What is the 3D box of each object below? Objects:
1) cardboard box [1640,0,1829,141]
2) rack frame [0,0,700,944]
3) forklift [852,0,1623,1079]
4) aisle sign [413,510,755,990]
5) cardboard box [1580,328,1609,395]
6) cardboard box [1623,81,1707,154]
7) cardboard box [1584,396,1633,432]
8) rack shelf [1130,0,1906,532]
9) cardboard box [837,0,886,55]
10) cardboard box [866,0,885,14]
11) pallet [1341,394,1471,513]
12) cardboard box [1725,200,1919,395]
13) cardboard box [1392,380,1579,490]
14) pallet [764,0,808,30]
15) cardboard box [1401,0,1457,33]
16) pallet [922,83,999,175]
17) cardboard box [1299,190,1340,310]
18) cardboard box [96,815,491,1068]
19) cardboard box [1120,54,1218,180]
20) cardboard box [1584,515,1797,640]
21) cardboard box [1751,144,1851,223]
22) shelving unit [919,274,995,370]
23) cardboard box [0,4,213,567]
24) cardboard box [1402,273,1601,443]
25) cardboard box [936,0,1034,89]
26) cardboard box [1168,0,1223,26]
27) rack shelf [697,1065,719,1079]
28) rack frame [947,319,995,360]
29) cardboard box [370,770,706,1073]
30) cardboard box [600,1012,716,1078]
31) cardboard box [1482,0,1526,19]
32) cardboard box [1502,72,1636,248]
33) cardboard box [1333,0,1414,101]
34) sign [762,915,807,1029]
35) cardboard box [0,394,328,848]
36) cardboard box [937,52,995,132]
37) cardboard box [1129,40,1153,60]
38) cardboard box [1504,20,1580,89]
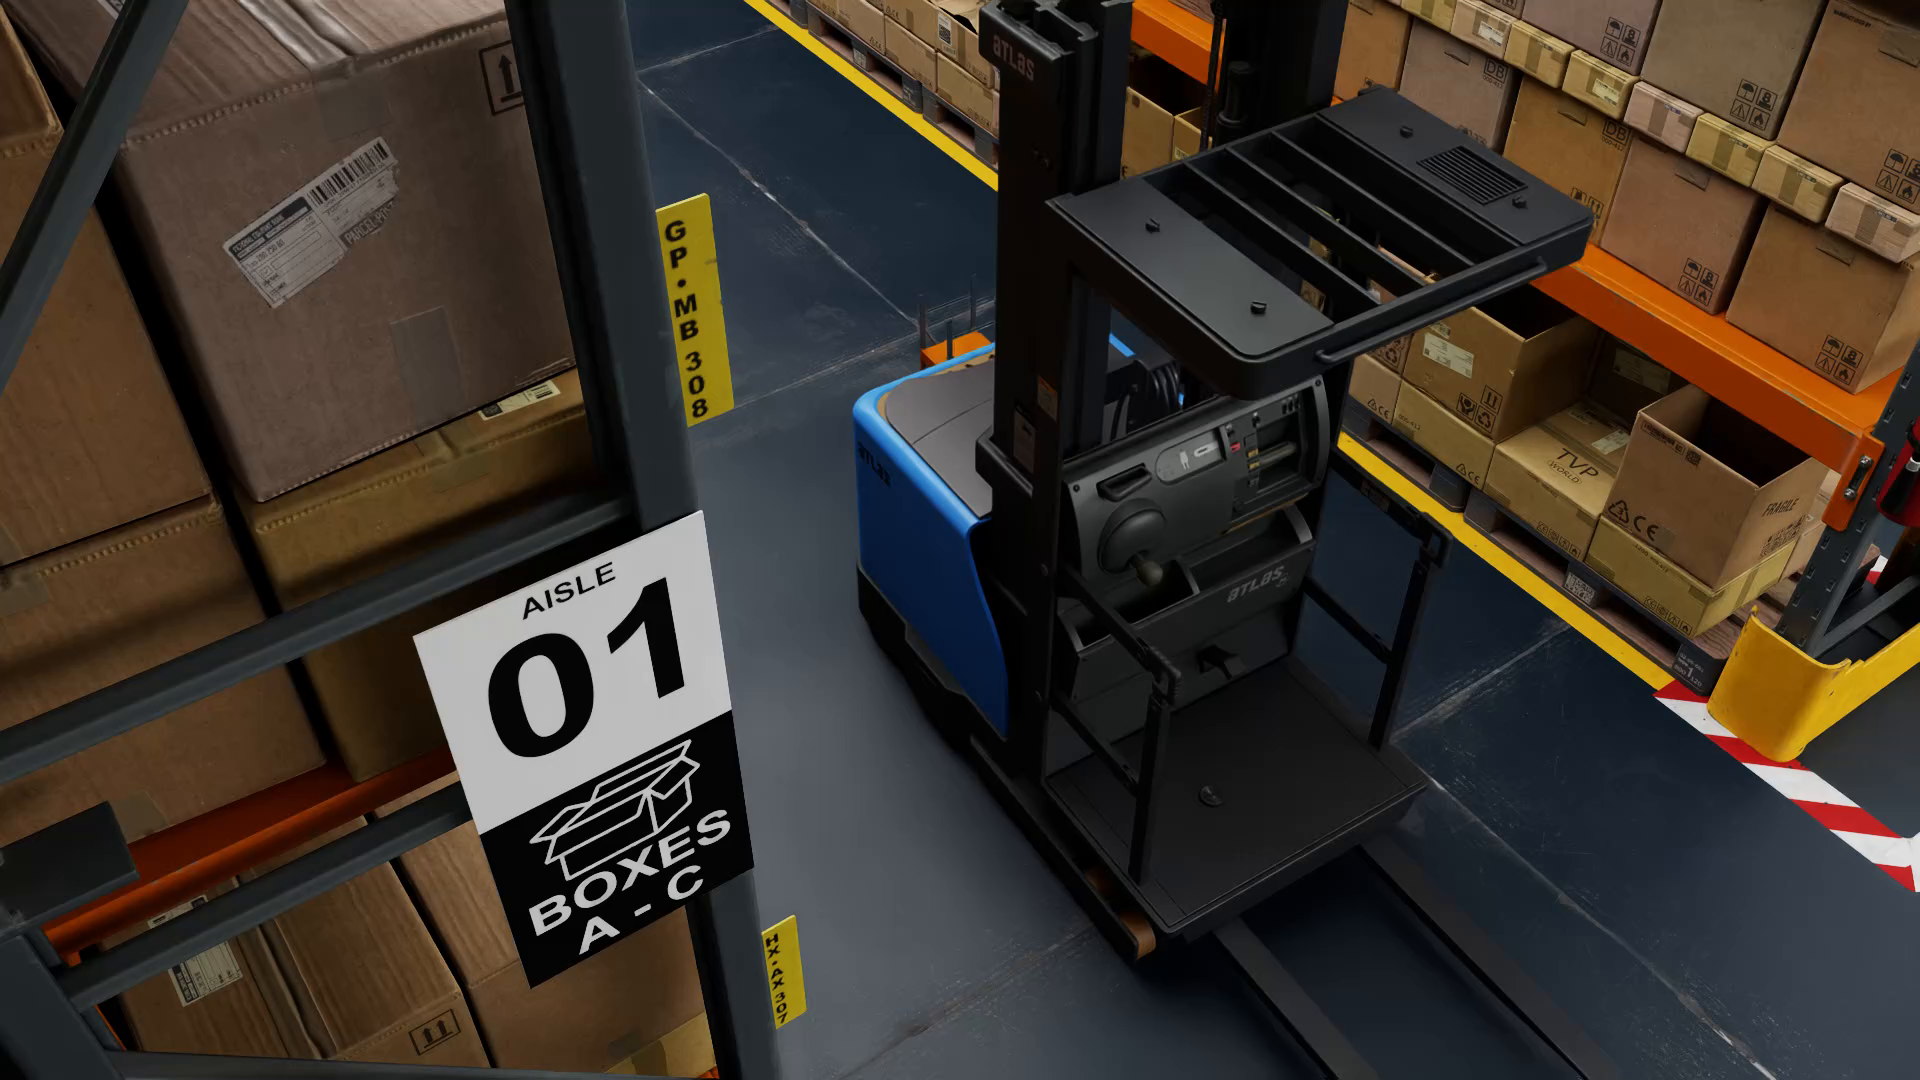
[{"bbox_3d":[2.684,-1.717,5.364,0.700,0.500,0.500,-27,50,-25],"label":"cardboard box"},{"bbox_3d":[-0.784,-0.827,1.100,1.000,3.000,0.127,-26,49,-24],"label":"rack frame"},{"bbox_3d":[0.824,-0.093,4.725,1.130,2.935,3.031,-24,48,-23],"label":"forklift"},{"bbox_3d":[-0.497,0.324,2.355,0.394,0.787,0.004,-26,49,-24],"label":"aisle sign"},{"bbox_3d":[2.568,-0.997,6.766,0.500,0.500,0.500,-26,49,-24],"label":"cardboard box"},{"bbox_3d":[2.462,-1.464,5.569,0.380,0.149,0.250,-25,49,-24],"label":"cardboard box"},{"bbox_3d":[2.863,-0.447,6.733,0.500,0.250,0.500,-26,49,-24],"label":"cardboard box"},{"bbox_3d":[2.133,-1.489,6.658,1.077,0.370,4.000,-26,49,-24],"label":"rack shelf"},{"bbox_3d":[-0.358,-3.025,9.434,0.500,0.250,0.500,-25,49,-24],"label":"cardboard box"},{"bbox_3d":[-0.349,-3.220,9.232,0.500,0.311,0.500,-26,50,-25],"label":"cardboard box"},{"bbox_3d":[2.111,-0.715,7.346,1.003,0.211,1.213,-26,49,-24],"label":"pallet"},{"bbox_3d":[3.020,-0.922,5.471,0.700,0.500,0.500,-26,49,-24],"label":"cardboard box"},{"bbox_3d":[2.144,-0.522,6.811,0.500,0.250,0.500,-26,49,-24],"label":"cardboard box"},{"bbox_3d":[-0.861,-3.657,10.428,1.003,0.211,1.213,-26,49,-24],"label":"pallet"},{"bbox_3d":[1.872,-2.048,6.181,0.380,0.149,0.250,-26,49,-25],"label":"cardboard box"},{"bbox_3d":[0.535,-2.275,8.980,1.003,0.211,1.213,-26,49,-24],"label":"pallet"},{"bbox_3d":[1.569,-1.358,7.144,0.500,0.500,0.500,-26,49,-24],"label":"cardboard box"},{"bbox_3d":[-1.228,0.935,3.149,0.500,0.500,0.500,-26,50,-25],"label":"cardboard box"},{"bbox_3d":[0.997,-1.924,7.737,0.500,0.500,0.500,-26,49,-24],"label":"cardboard box"},{"bbox_3d":[2.728,0.039,6.224,0.500,0.250,0.500,-26,49,-24],"label":"cardboard box"},{"bbox_3d":[2.751,-1.176,5.268,0.380,0.149,0.250,-25,49,-23],"label":"cardboard box"},{"bbox_3d":[0.007,-0.429,6.330,0.258,1.200,0.189,-24,49,-23],"label":"shelving unit"},{"bbox_3d":[-1.245,-0.288,1.897,0.500,0.500,0.500,-24,48,-23],"label":"cardboard box"},{"bbox_3d":[2.142,-0.792,6.551,0.500,0.500,0.500,-26,49,-24],"label":"cardboard box"},{"bbox_3d":[0.219,-2.650,8.635,0.500,0.311,0.500,-24,49,-23],"label":"cardboard box"},{"bbox_3d":[1.247,-2.669,7.301,0.700,0.500,0.500,-27,50,-25],"label":"cardboard box"},{"bbox_3d":[-1.928,0.470,4.606,1.077,0.370,4.000,-26,49,-24],"label":"rack shelf"},{"bbox_3d":[0.057,-0.376,6.274,0.240,1.200,0.006,-24,49,-23],"label":"rack frame"},{"bbox_3d":[-0.811,0.729,3.365,0.500,0.500,0.500,-26,49,-24],"label":"cardboard box"},{"bbox_3d":[-0.803,0.988,3.637,0.500,0.250,0.500,-27,50,-26],"label":"cardboard box"},{"bbox_3d":[2.109,-2.286,5.960,0.700,0.500,0.500,-26,49,-24],"label":"cardboard box"},{"bbox_3d":[2.436,-1.501,6.078,0.700,0.500,0.500,-25,49,-24],"label":"cardboard box"},{"bbox_3d":[1.838,-2.087,6.692,0.700,0.500,0.500,-25,49,-24],"label":"cardboard box"},{"bbox_3d":[-0.339,0.815,3.097,0.100,0.325,0.005,-26,49,-24],"label":"sign"},{"bbox_3d":[-1.231,0.078,2.237,0.500,0.500,0.500,-22,48,-22],"label":"cardboard box"},{"bbox_3d":[0.225,-2.447,8.828,0.500,0.250,0.500,-26,50,-25],"label":"cardboard box"},{"bbox_3d":[0.956,-2.575,8.556,0.500,0.311,0.500,-26,49,-24],"label":"cardboard box"},{"bbox_3d":[2.160,-1.761,5.880,0.380,0.149,0.250,-24,49,-23],"label":"cardboard box"}]
